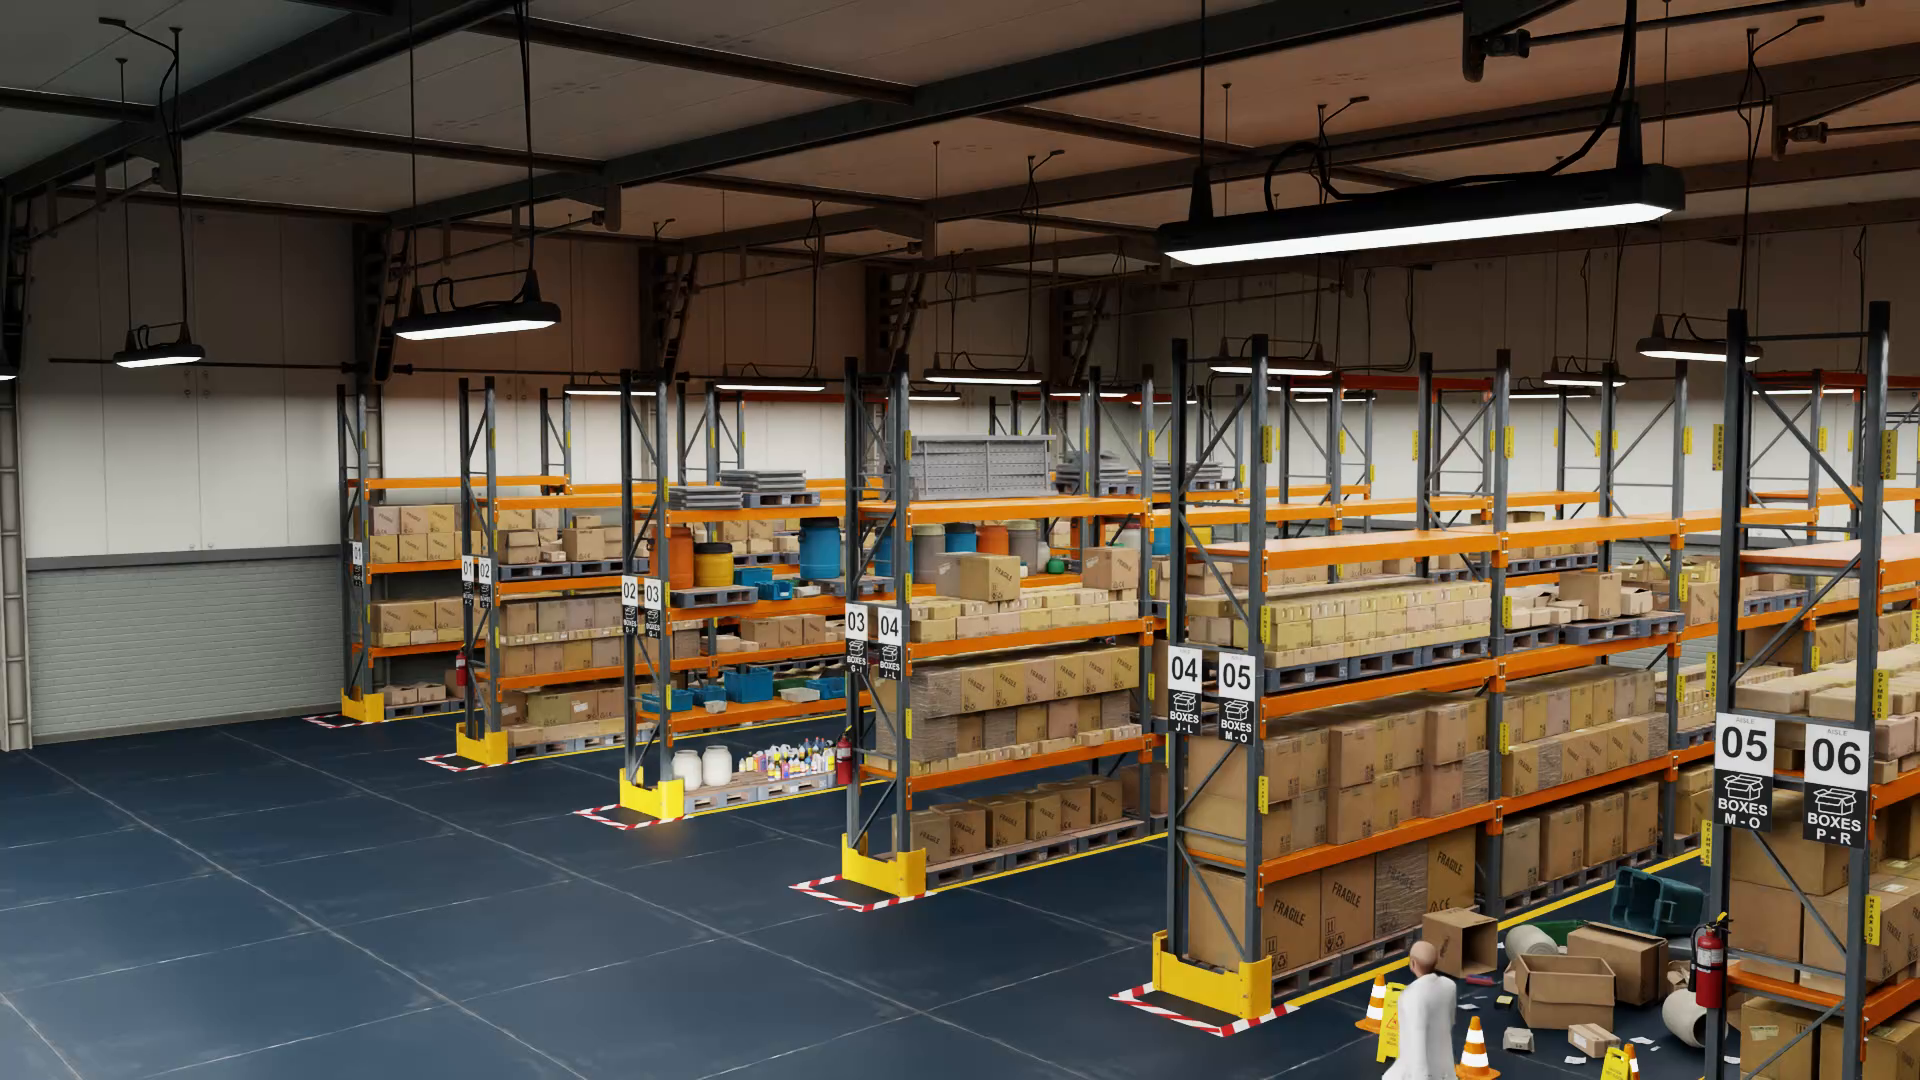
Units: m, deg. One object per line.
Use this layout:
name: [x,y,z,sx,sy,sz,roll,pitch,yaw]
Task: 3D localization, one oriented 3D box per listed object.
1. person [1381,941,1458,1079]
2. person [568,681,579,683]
person: [3.162,3.566,11.187,0.648,1.721,1.190,-3,5,-36]
person: [-6.758,2.442,29.236,0.441,1.586,0.456,-3,5,-35]
